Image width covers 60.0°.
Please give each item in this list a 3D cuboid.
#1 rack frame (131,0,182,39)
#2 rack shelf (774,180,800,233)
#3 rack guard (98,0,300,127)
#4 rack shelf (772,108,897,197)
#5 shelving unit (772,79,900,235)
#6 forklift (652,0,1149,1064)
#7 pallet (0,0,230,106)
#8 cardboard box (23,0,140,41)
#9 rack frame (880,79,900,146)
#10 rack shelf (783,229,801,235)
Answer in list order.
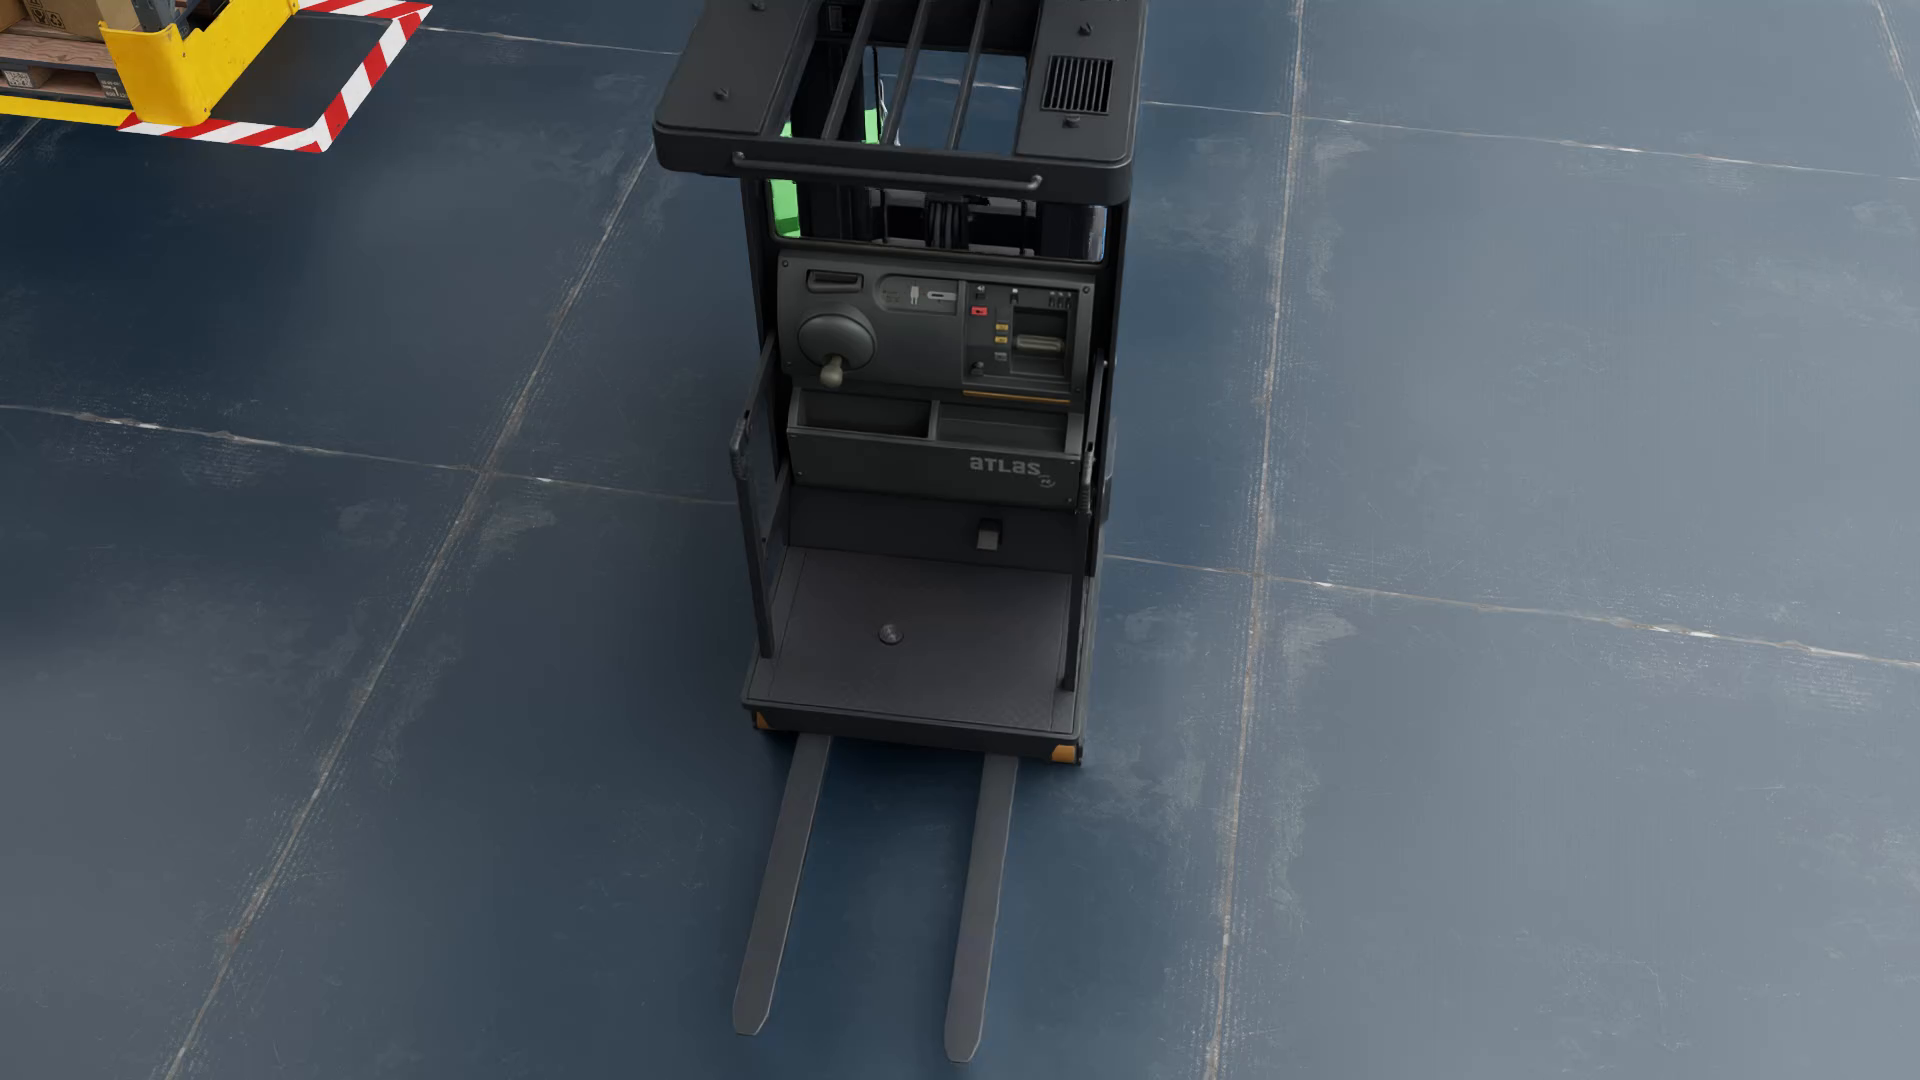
[{"bbox_3d":[-3.673,-3.433,7.318,0.127,3.000,1.000,8,49,7],"label":"rack frame"},{"bbox_3d":[-0.495,-1.284,6.357,0.480,0.148,0.258,-13,48,-11],"label":"rack shelf"},{"bbox_3d":[-3.748,-2.608,8.257,0.348,0.500,1.175,8,49,7],"label":"rack guard"},{"bbox_3d":[-0.496,-1.448,6.181,0.480,0.148,0.258,-13,48,-11],"label":"rack shelf"},{"bbox_3d":[-0.494,-1.164,6.485,0.503,1.200,0.258,-13,48,-11],"label":"shelving unit"},{"bbox_3d":[-0.103,-0.519,4.746,1.130,2.935,3.031,6,48,5],"label":"forklift"},{"bbox_3d":[-4.541,-2.645,8.484,1.213,0.211,1.003,8,49,7],"label":"pallet"},{"bbox_3d":[-4.285,-2.833,8.177,0.500,0.500,0.500,16,50,14],"label":"cardboard box"},{"bbox_3d":[-0.261,-1.218,6.534,0.015,1.200,0.240,-13,48,-11],"label":"rack frame"},{"bbox_3d":[-0.493,-1.120,6.532,0.480,0.148,0.258,-13,48,-11],"label":"rack shelf"}]
